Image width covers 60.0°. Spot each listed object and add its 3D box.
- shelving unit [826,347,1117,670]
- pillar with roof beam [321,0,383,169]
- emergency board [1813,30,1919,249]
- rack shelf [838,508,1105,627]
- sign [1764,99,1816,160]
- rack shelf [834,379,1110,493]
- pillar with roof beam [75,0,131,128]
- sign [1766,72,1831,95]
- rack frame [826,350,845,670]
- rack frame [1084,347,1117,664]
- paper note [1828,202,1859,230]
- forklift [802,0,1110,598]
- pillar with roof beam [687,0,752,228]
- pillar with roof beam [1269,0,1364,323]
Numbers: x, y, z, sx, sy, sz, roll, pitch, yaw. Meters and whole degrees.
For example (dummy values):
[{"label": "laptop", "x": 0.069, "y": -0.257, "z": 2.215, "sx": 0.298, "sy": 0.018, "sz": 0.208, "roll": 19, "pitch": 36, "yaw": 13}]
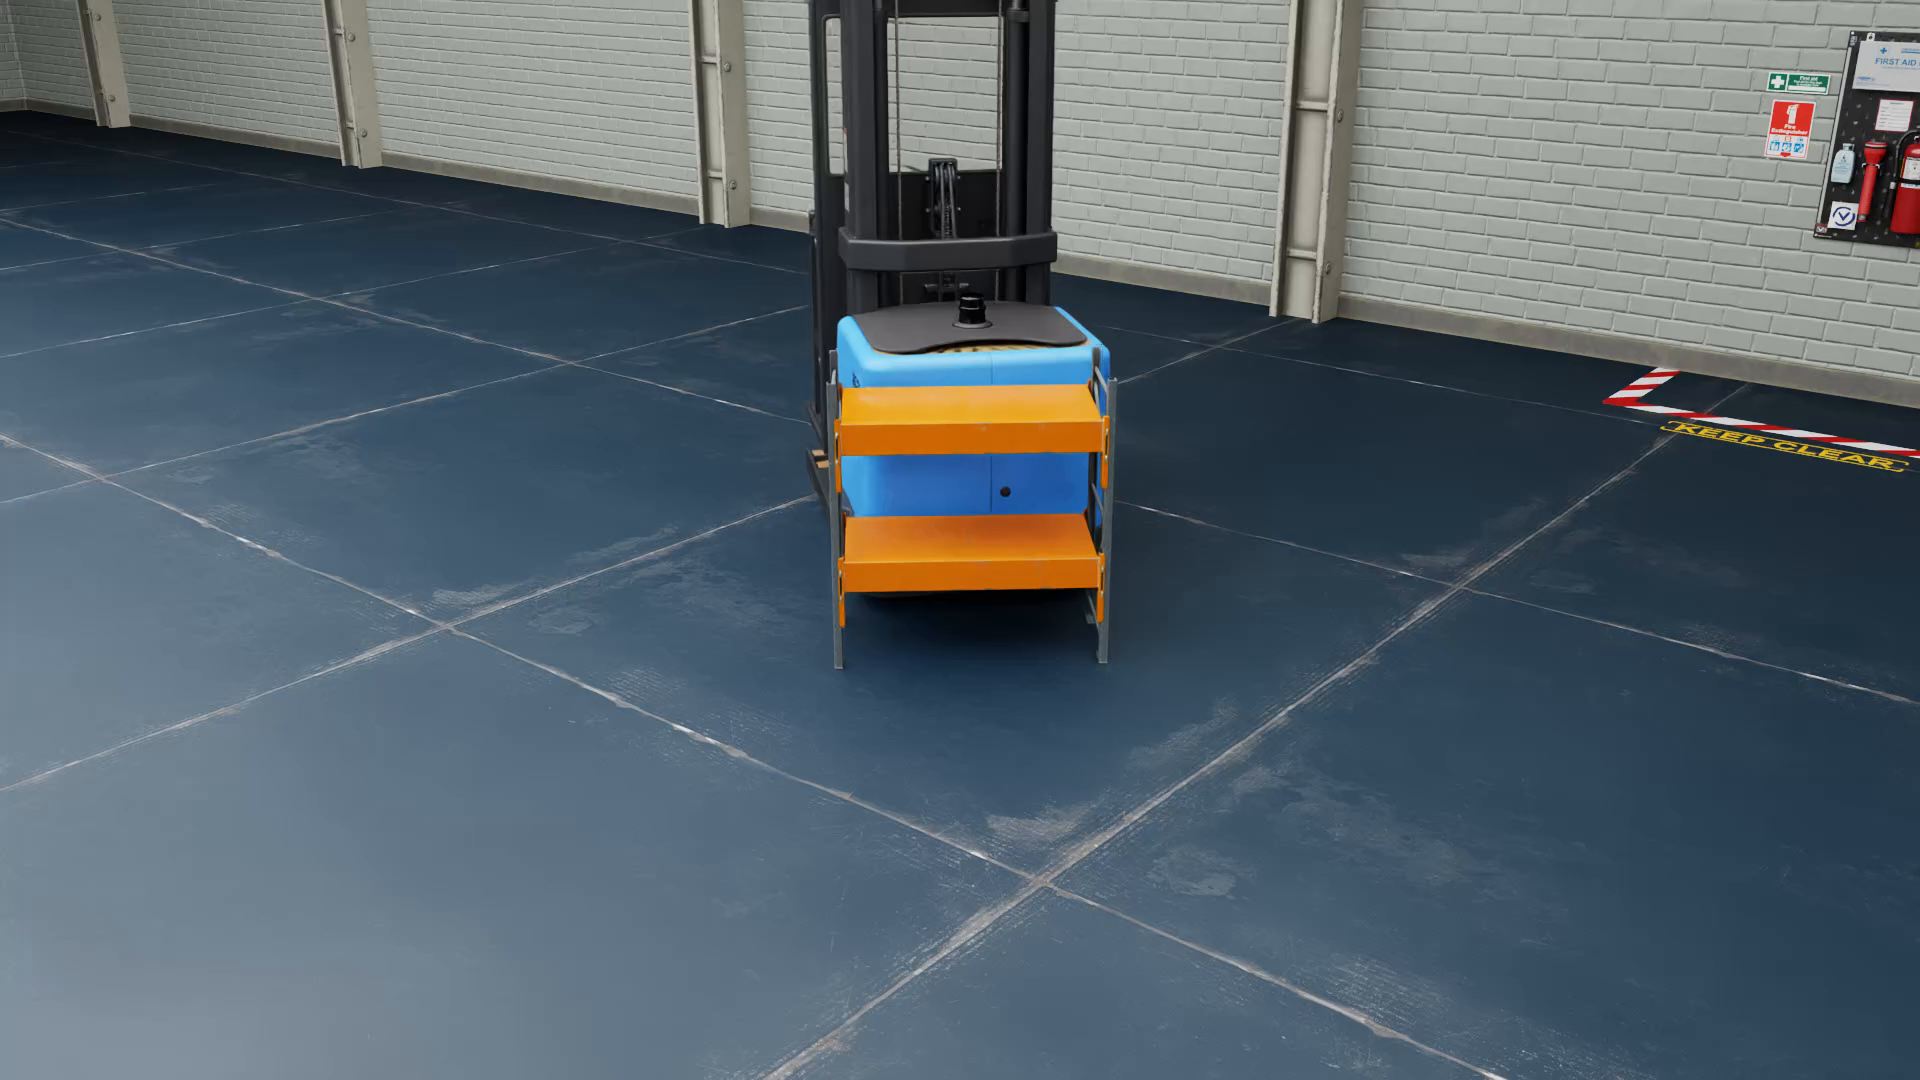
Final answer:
[{"label": "shelving unit", "x": 0.033, "y": -0.128, "z": 6.414, "sx": 1.048, "sy": 1.125, "sz": 0.538, "roll": -1, "pitch": 21, "yaw": -3}, {"label": "pillar with roof beam", "x": -9.550, "y": -7.322, "z": 14.331, "sx": 0.400, "sy": 9.000, "sz": 9.100, "roll": 16, "pitch": 26, "yaw": 36}, {"label": "emergency board", "x": 5.226, "y": -2.238, "z": 9.351, "sx": 0.643, "sy": 1.169, "sz": 0.194, "roll": 16, "pitch": 26, "yaw": 36}, {"label": "rack shelf", "x": 0.033, "y": 0.101, "z": 6.500, "sx": 1.000, "sy": 0.278, "sz": 0.538, "roll": -1, "pitch": 21, "yaw": -3}, {"label": "sign", "x": 4.863, "y": -2.406, "z": 9.746, "sx": 0.234, "sy": 0.329, "sz": 0.001, "roll": 16, "pitch": 26, "yaw": 36}, {"label": "rack shelf", "x": 0.033, "y": -0.402, "z": 6.311, "sx": 1.000, "sy": 0.278, "sz": 0.538, "roll": -1, "pitch": 21, "yaw": -3}, {"label": "pillar with roof beam", "x": -14.199, "y": -8.661, "z": 17.881, "sx": 0.400, "sy": 9.000, "sz": 9.100, "roll": 16, "pitch": 26, "yaw": 36}, {"label": "sign", "x": 4.861, "y": -2.650, "z": 9.644, "sx": 0.331, "sy": 0.109, "sz": 0.001, "roll": 16, "pitch": 26, "yaw": 36}, {"label": "rack frame", "x": -0.475, "y": -0.119, "z": 6.391, "sx": 0.032, "sy": 1.125, "sz": 0.500, "roll": -1, "pitch": 21, "yaw": -3}, {"label": "rack frame", "x": 0.540, "y": -0.137, "z": 6.437, "sx": 0.032, "sy": 1.125, "sz": 0.500, "roll": -1, "pitch": 21, "yaw": -3}, {"label": "paper note", "x": 5.133, "y": -1.884, "z": 9.661, "sx": 0.142, "sy": 0.148, "sz": 0.016, "roll": 16, "pitch": 26, "yaw": 36}, {"label": "forklift", "x": -0.170, "y": -1.618, "z": 7.804, "sx": 1.130, "sy": 2.935, "sz": 3.031, "roll": -4, "pitch": 21, "yaw": -11}, {"label": "pillar with roof beam", "x": -4.902, "y": -5.983, "z": 10.781, "sx": 0.400, "sy": 9.000, "sz": 9.100, "roll": 16, "pitch": 26, "yaw": 36}, {"label": "pillar with roof beam", "x": -0.254, "y": -4.645, "z": 7.232, "sx": 0.400, "sy": 9.000, "sz": 9.100, "roll": 16, "pitch": 26, "yaw": 36}]
